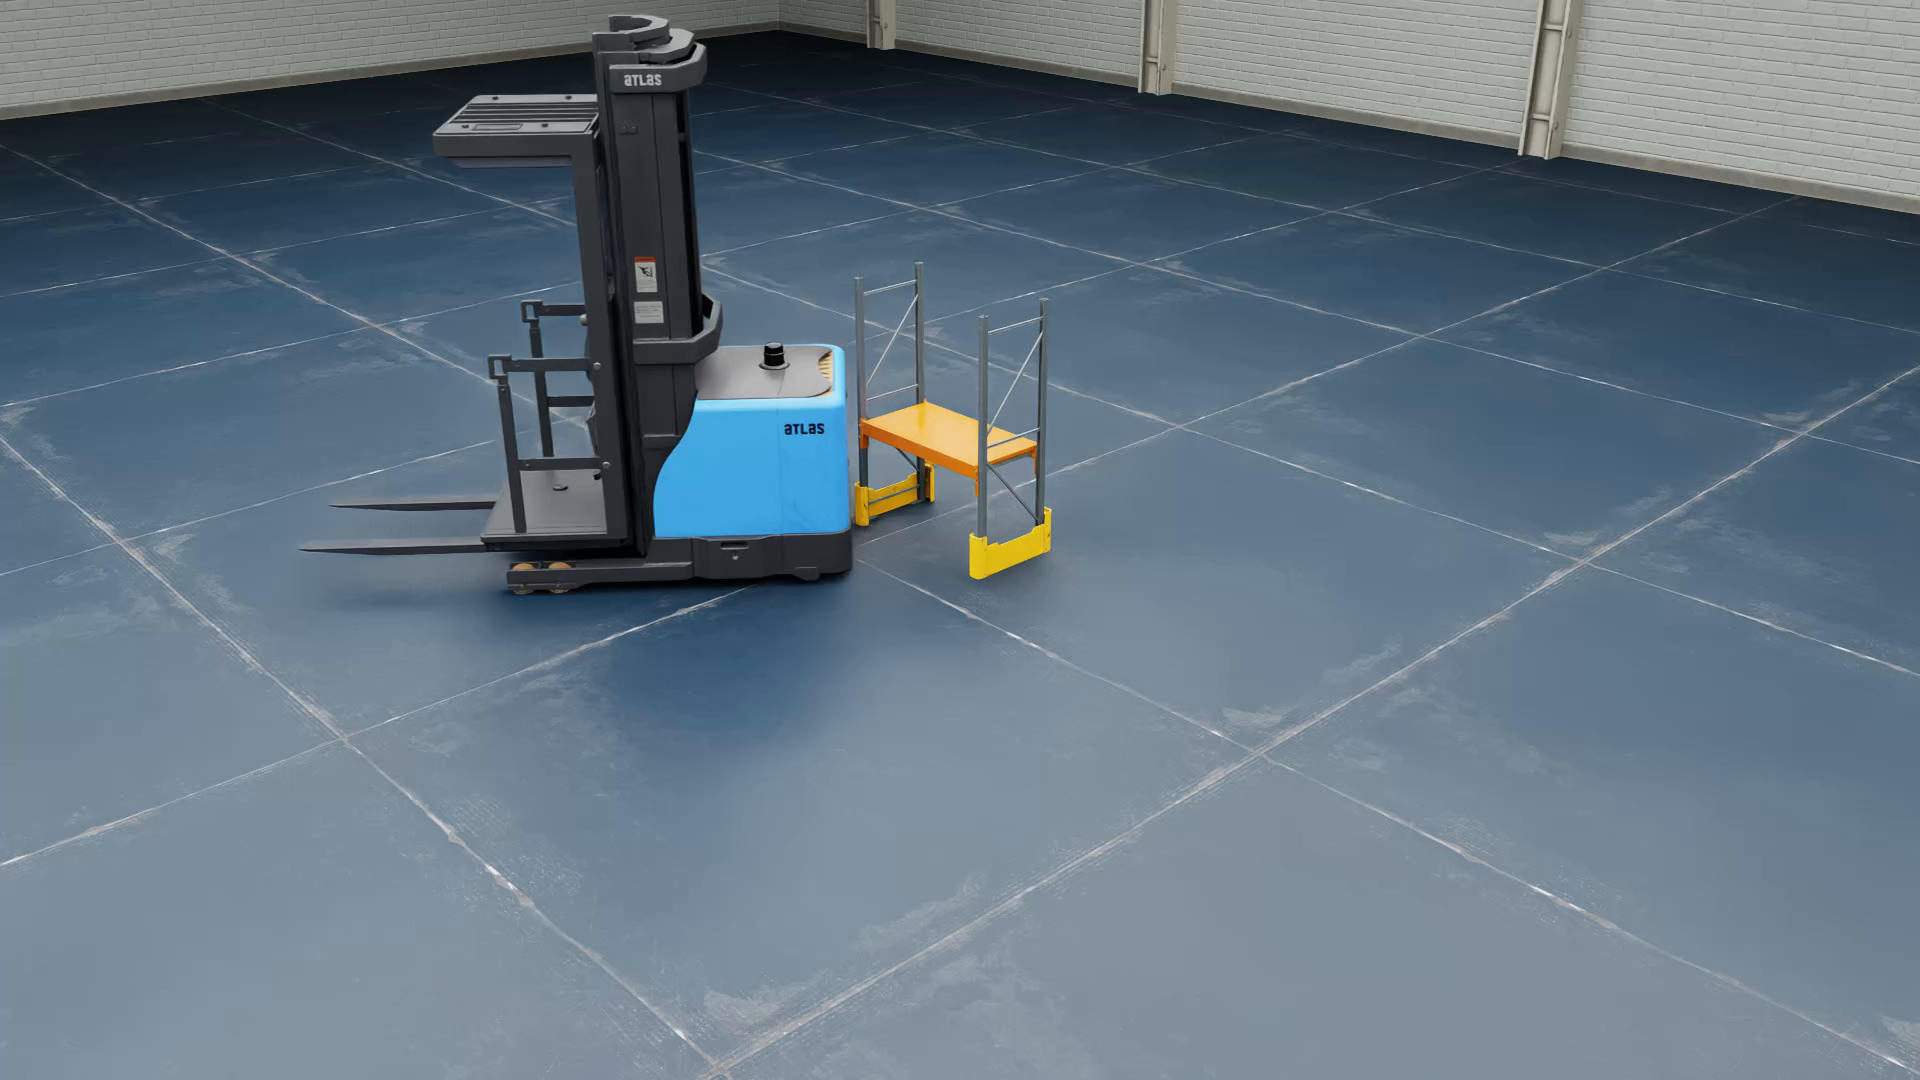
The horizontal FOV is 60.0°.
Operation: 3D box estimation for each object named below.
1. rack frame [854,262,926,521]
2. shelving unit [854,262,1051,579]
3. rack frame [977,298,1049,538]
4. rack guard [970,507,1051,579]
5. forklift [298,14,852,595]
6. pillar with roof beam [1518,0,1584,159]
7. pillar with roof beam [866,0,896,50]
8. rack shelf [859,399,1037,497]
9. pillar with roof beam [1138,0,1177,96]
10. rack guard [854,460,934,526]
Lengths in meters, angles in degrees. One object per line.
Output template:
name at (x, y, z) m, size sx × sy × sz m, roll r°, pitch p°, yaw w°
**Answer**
rack frame at (-0.406, -0.862, 9.833) m, size 0.500 × 1.500 × 0.032 m, roll -21°, pitch 32°, yaw -38°
shelving unit at (-0.052, -0.705, 9.489) m, size 0.587 × 1.500 × 1.083 m, roll -21°, pitch 32°, yaw -38°
rack frame at (0.289, -0.554, 9.158) m, size 0.500 × 1.500 × 0.032 m, roll -21°, pitch 32°, yaw -38°
rack guard at (0.288, 0.014, 9.418) m, size 0.587 × 0.250 × 0.087 m, roll -21°, pitch 32°, yaw -38°
forklift at (-2.140, -1.263, 8.987) m, size 3.031 × 2.935 × 1.130 m, roll -2°, pitch 25°, yaw -4°
pillar with roof beam at (3.750, -7.452, 15.242) m, size 9.100 × 9.000 × 0.400 m, roll -21°, pitch 32°, yaw -38°
pillar with roof beam at (-4.452, -11.087, 23.211) m, size 9.100 × 9.000 × 0.400 m, roll -21°, pitch 32°, yaw -38°
rack shelf at (-0.058, -0.545, 9.570) m, size 0.538 × 0.185 × 1.000 m, roll -21°, pitch 32°, yaw -38°
pillar with roof beam at (-0.351, -9.269, 19.227) m, size 9.100 × 9.000 × 0.400 m, roll -21°, pitch 32°, yaw -38°
rack guard at (-0.392, -0.288, 10.079) m, size 0.587 × 0.250 × 0.087 m, roll -21°, pitch 32°, yaw -38°
